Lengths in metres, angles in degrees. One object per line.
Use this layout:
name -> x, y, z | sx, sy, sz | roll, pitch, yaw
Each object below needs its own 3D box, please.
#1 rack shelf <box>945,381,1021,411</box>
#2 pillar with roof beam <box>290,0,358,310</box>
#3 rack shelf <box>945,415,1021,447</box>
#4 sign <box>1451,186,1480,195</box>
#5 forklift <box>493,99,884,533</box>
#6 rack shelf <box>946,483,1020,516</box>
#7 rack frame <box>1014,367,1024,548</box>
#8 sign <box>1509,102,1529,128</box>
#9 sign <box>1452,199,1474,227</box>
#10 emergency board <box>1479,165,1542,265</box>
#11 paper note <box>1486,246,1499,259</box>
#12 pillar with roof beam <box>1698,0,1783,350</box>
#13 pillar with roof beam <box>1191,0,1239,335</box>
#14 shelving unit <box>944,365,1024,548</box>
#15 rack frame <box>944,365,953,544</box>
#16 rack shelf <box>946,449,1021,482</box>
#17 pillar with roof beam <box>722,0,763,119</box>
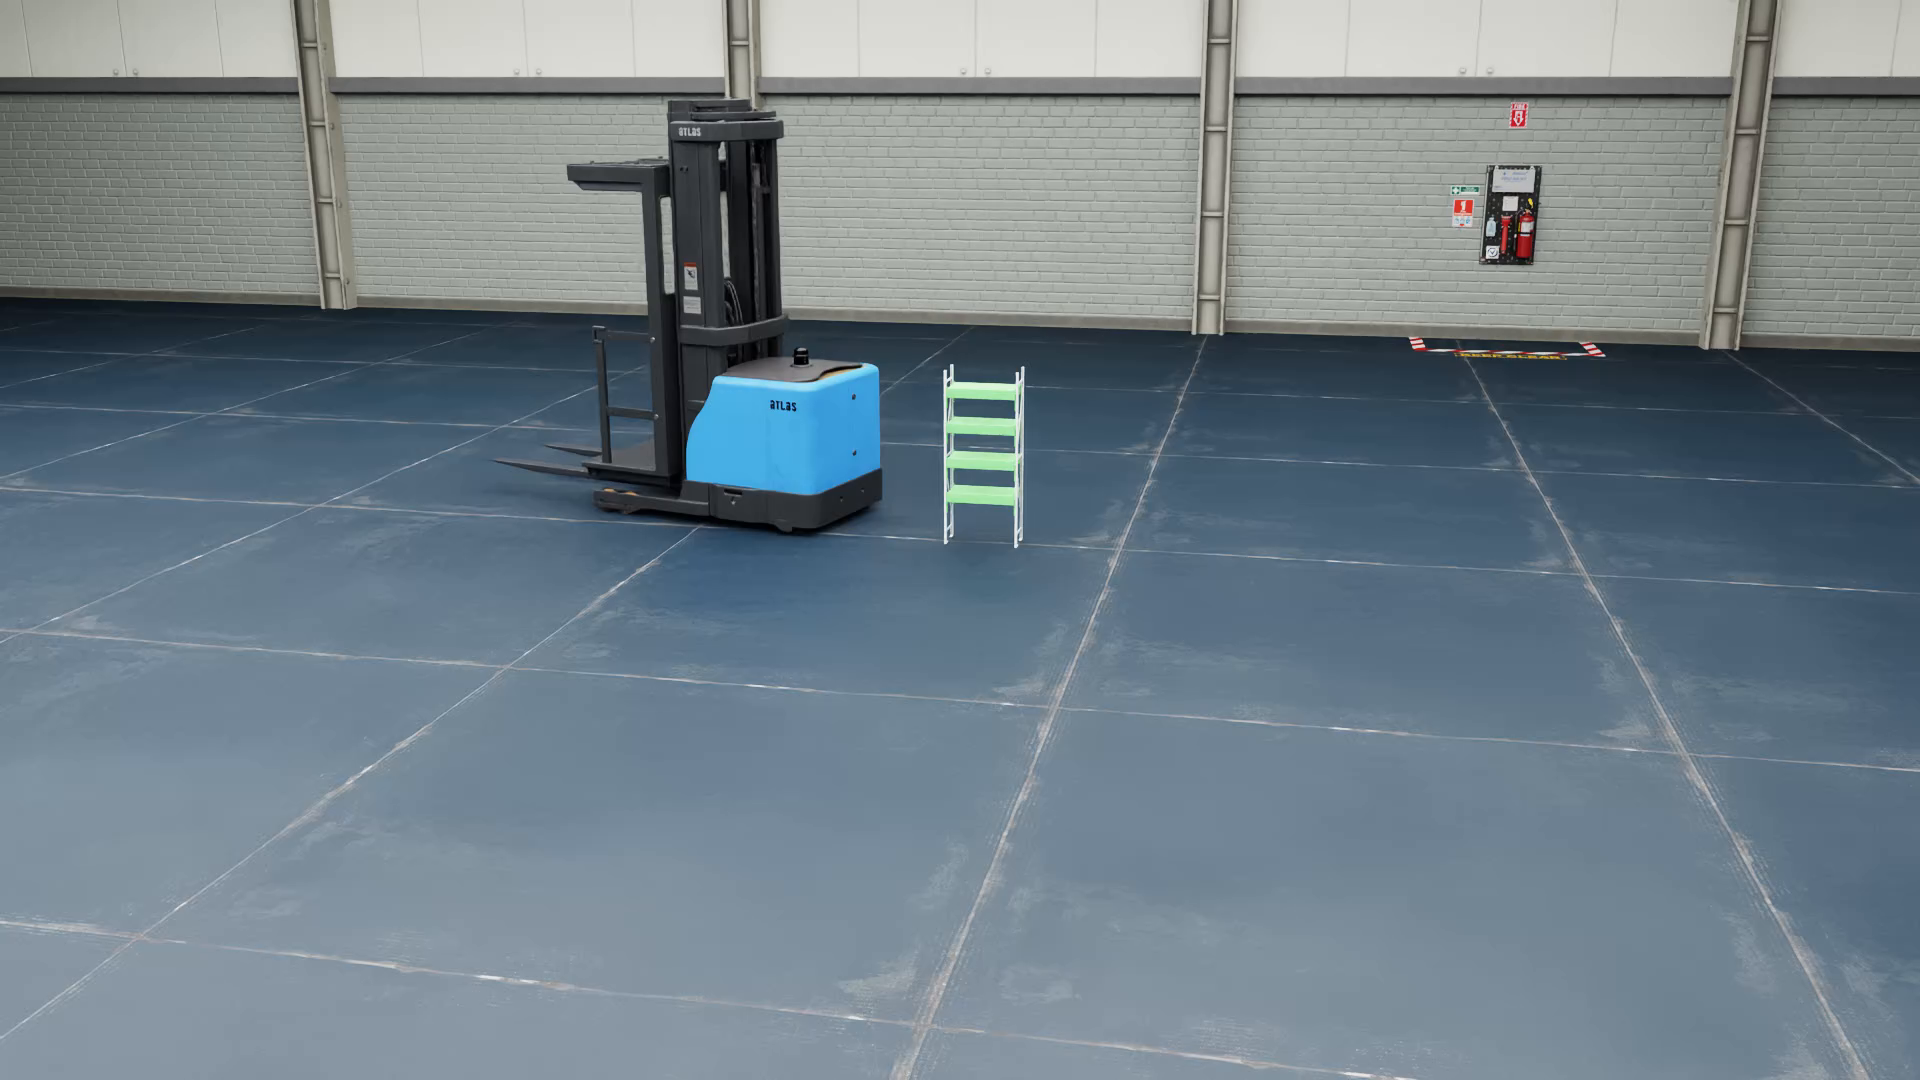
rack shelf -> 0.162, -0.970, 11.189 | 0.480, 0.148, 0.258 | 3, 16, 11
pillar with roof beam -> -9.501, -6.448, 17.914 | 0.400, 9.000, 9.100 | 3, 16, 11
rack shelf -> 0.162, -0.739, 11.253 | 0.480, 0.148, 0.258 | 3, 16, 11
sign -> 6.063, -4.194, 19.953 | 0.331, 0.109, 0.001 | 3, 16, 11
forklift -> -2.119, -1.716, 12.198 | 3.031, 2.935, 1.130 | 8, 17, 25
rack shelf -> 0.162, -0.277, 11.381 | 0.480, 0.148, 0.258 | 3, 16, 11
rack frame -> 0.401, -0.556, 11.253 | 0.015, 1.200, 0.240 | 3, 16, 11
sign -> 6.593, -5.011, 19.620 | 0.199, 0.298, 0.001 | 3, 16, 11
sign -> 6.060, -3.941, 20.033 | 0.234, 0.329, 0.001 | 3, 16, 11
emergency board -> 6.581, -3.867, 19.834 | 0.643, 1.169, 0.194 | 3, 16, 11
paper note -> 6.422, -3.470, 20.051 | 0.142, 0.148, 0.016 | 3, 16, 11
pillar with roof beam -> 8.138, -5.491, 14.457 | 0.400, 9.000, 9.100 | 3, 16, 11
pillar with roof beam -> 2.258, -5.810, 15.609 | 0.400, 9.000, 9.100 | 3, 16, 11
shelving unit -> 0.162, -0.569, 11.300 | 0.503, 1.200, 0.258 | 3, 16, 11
rack frame -> -0.077, -0.582, 11.347 | 0.015, 1.200, 0.240 | 3, 16, 11
rack shelf -> 0.162, -0.508, 11.317 | 0.480, 0.148, 0.258 | 3, 16, 11
pillar with roof beam -> -3.622, -6.129, 16.761 | 0.400, 9.000, 9.100 | 3, 16, 11
